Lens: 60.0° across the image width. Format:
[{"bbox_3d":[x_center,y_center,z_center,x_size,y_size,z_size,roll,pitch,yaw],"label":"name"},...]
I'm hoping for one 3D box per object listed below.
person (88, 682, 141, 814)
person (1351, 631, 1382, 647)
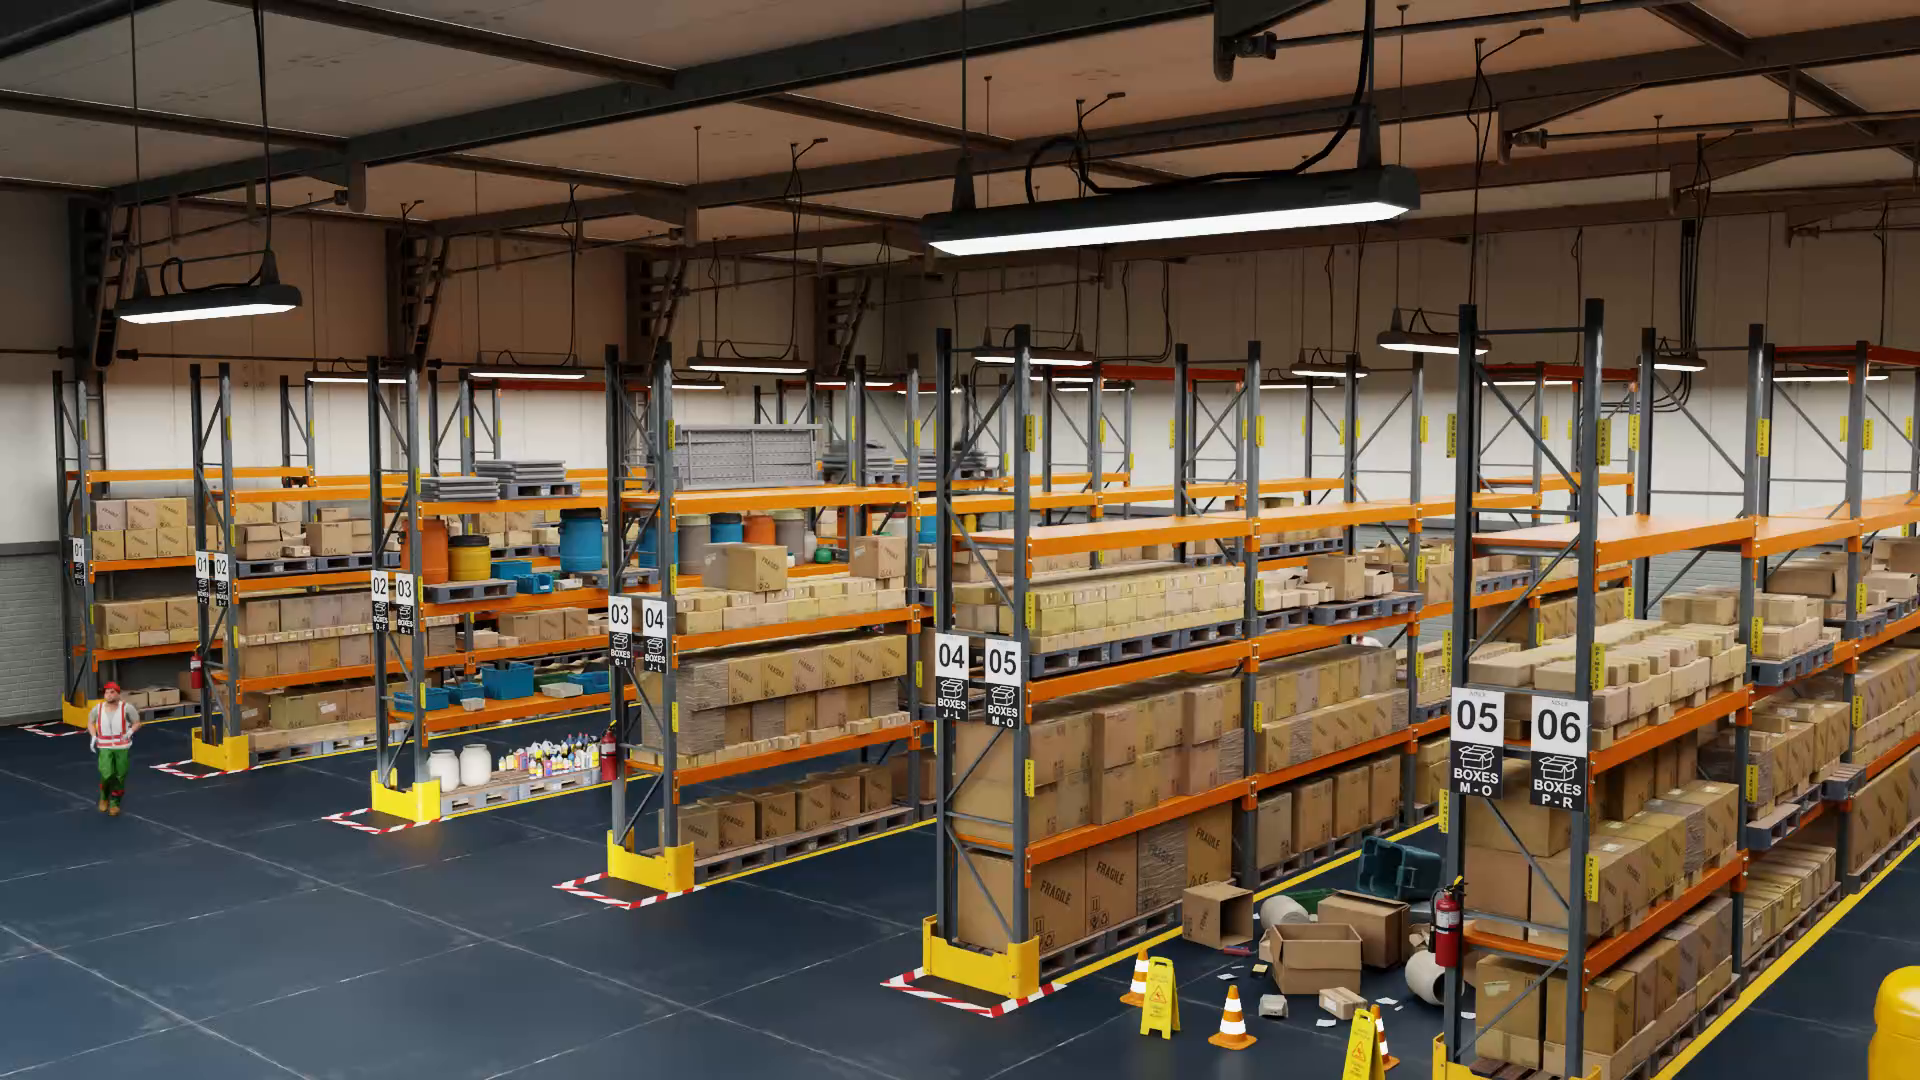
[{"bbox_3d":[-11.005,2.720,21.640,0.632,1.748,0.601,-2,5,-24],"label":"person"},{"bbox_3d":[6.682,2.283,27.850,0.699,1.790,0.760,3,5,36],"label":"person"}]
